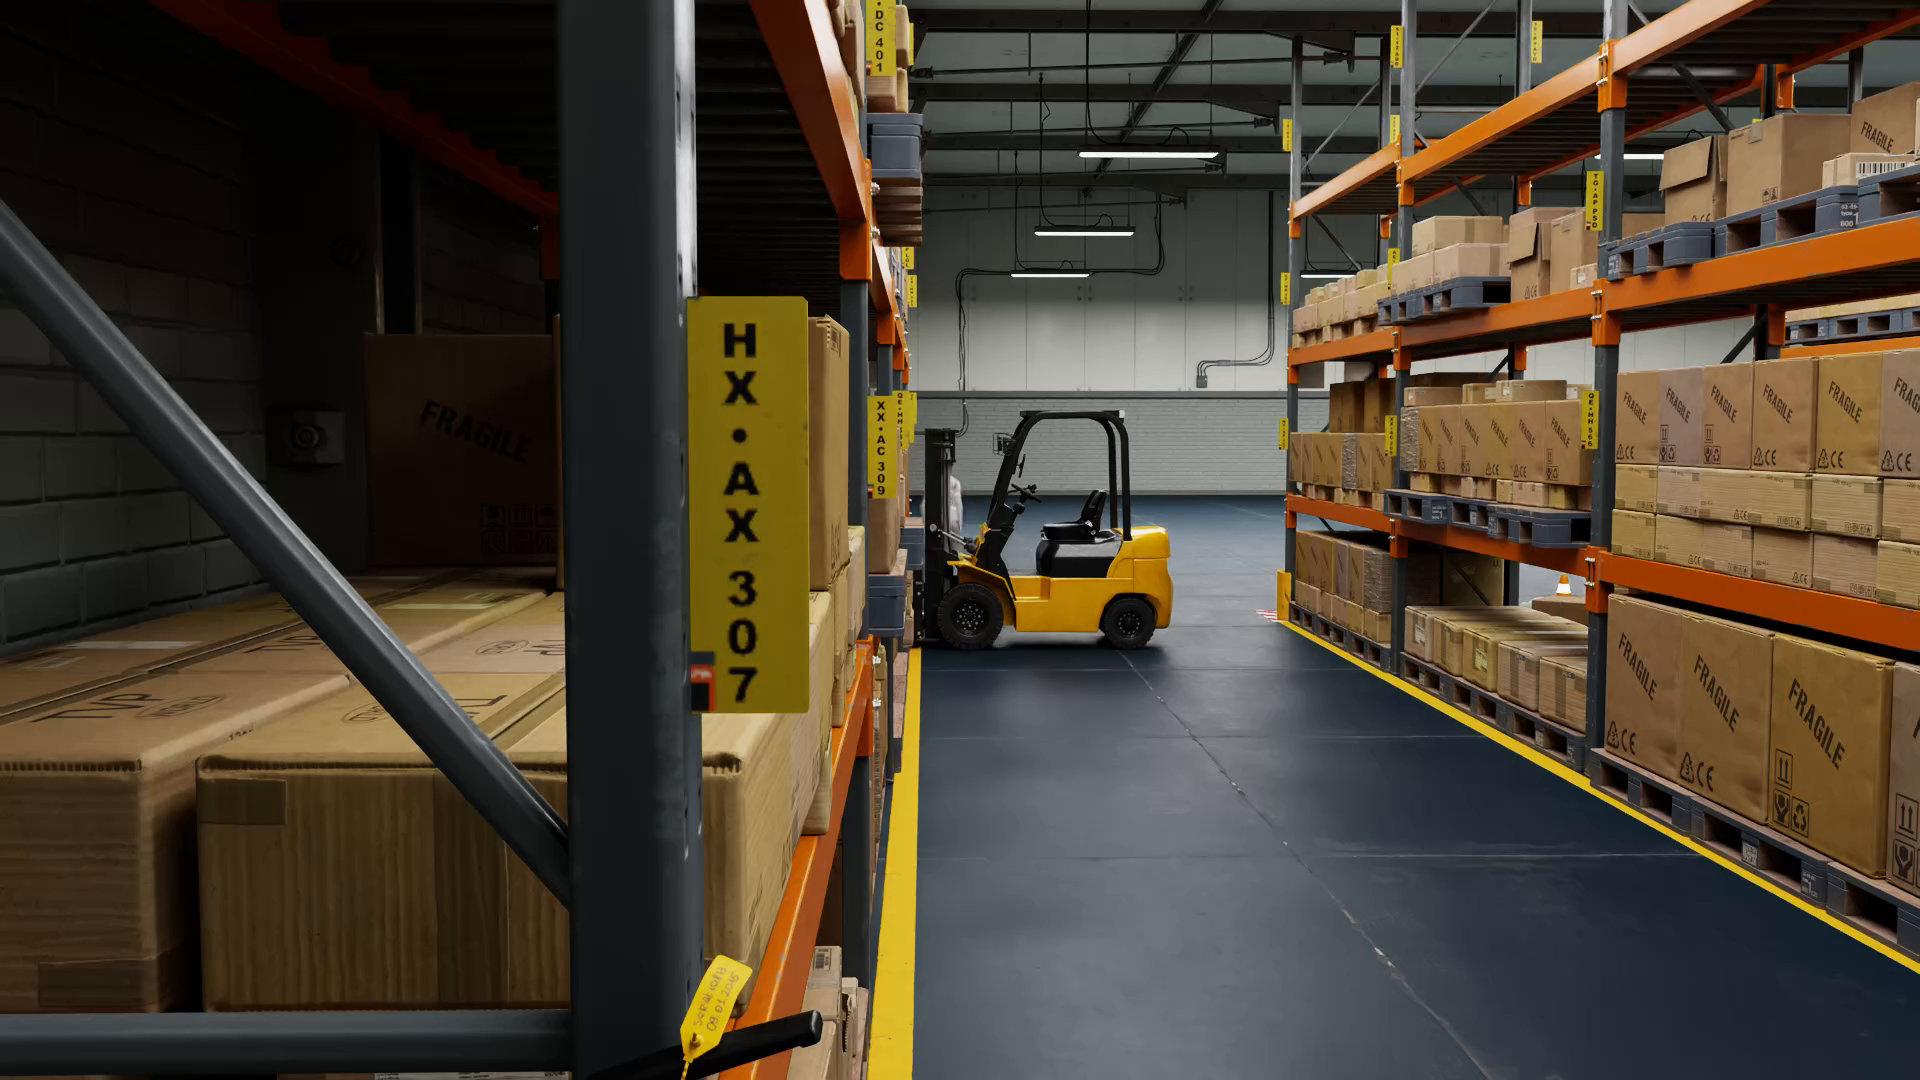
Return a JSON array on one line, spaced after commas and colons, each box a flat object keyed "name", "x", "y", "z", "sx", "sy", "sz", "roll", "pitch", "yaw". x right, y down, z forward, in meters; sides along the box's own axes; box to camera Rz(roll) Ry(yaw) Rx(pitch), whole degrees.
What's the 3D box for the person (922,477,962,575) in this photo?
[{"name": "person", "x": -0.213, "y": -0.161, "z": 19.677, "sx": 0.483, "sy": 1.724, "sz": 0.366, "roll": 0, "pitch": 4, "yaw": -1}]
